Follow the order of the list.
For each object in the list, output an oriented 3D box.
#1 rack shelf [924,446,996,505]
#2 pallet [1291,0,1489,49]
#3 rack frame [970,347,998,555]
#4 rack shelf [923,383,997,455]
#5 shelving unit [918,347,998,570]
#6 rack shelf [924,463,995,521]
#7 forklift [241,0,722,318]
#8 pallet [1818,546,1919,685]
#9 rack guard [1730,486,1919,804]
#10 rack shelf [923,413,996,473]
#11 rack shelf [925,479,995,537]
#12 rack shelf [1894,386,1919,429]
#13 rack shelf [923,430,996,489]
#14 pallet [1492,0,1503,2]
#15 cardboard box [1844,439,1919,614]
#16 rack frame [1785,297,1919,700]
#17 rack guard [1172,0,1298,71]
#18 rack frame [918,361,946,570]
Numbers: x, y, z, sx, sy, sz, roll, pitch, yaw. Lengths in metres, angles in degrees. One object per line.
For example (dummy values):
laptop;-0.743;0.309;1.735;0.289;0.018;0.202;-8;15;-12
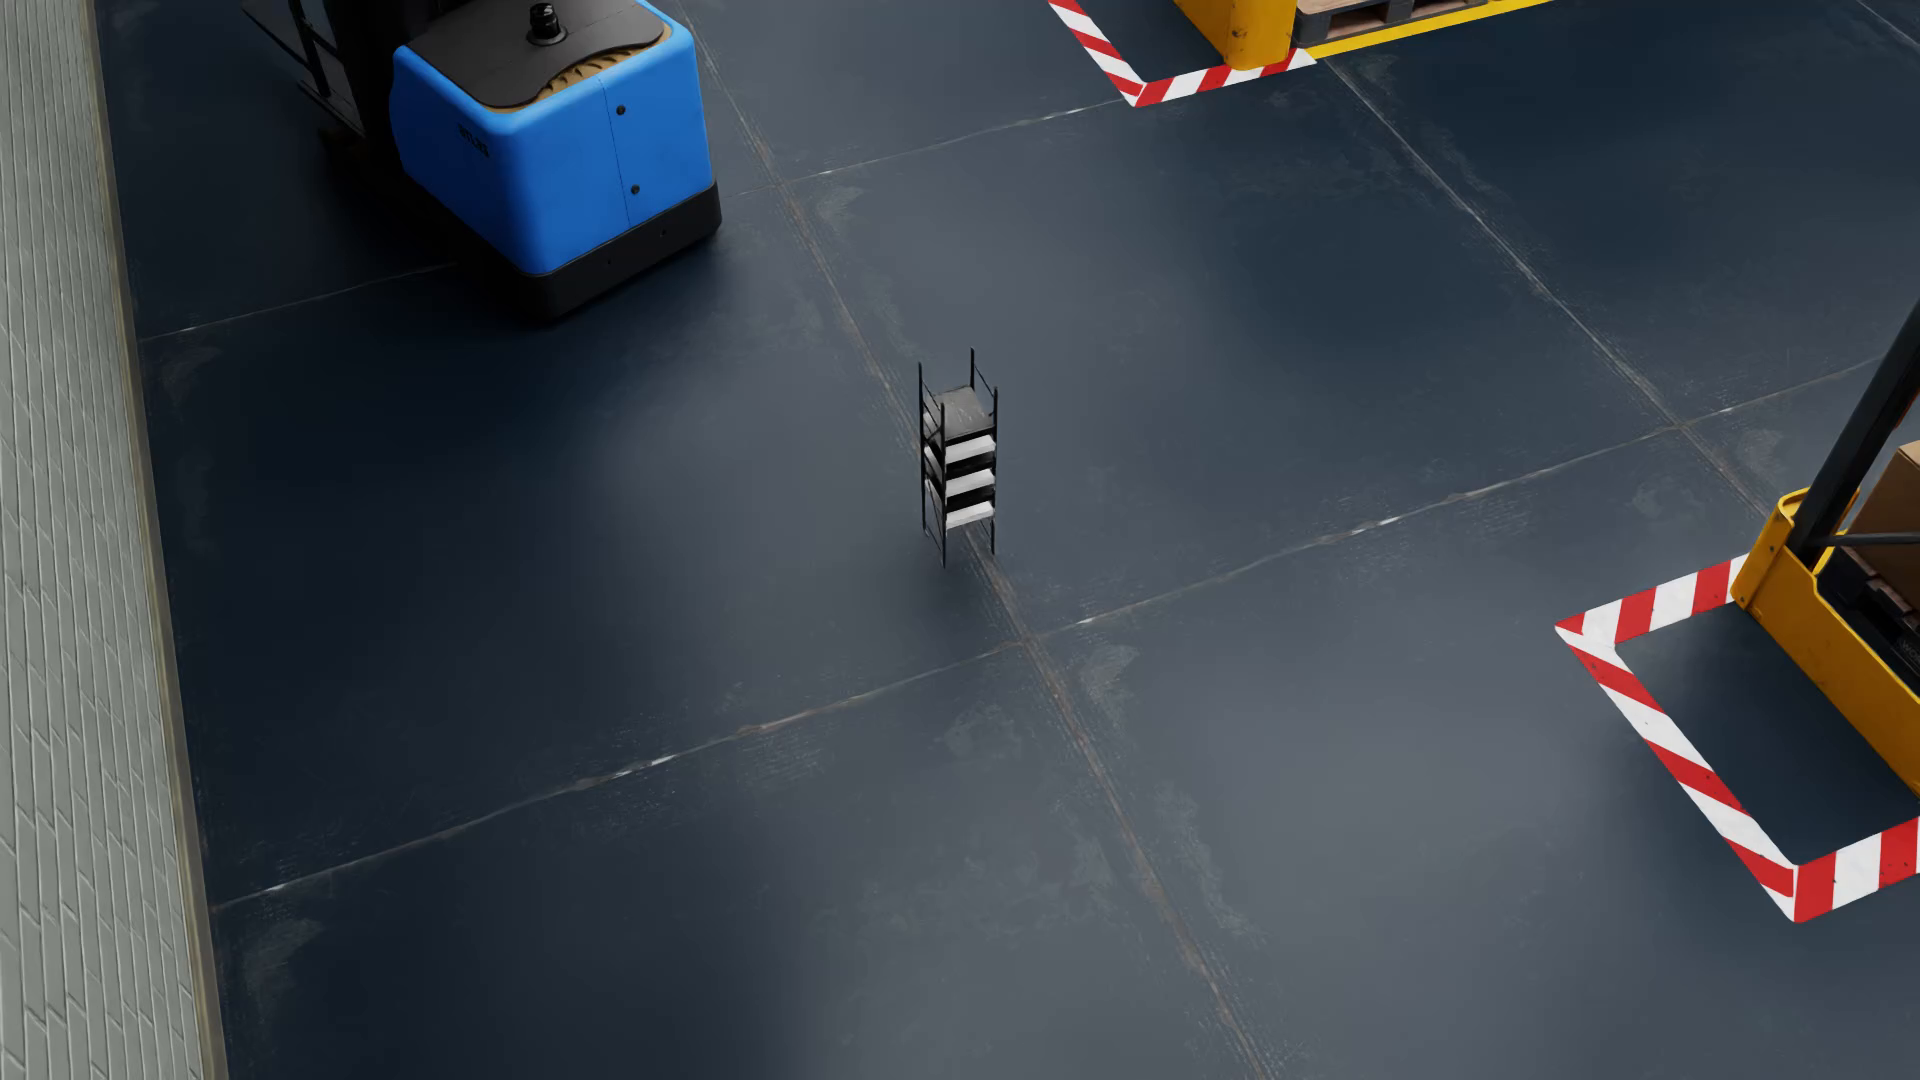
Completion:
rack shelf;-0.008;-0.269;6.273;0.200;0.077;0.258;-17;52;-14
pallet;2.169;-3.192;9.193;1.213;0.211;1.003;-17;52;-14
rack frame;0.087;-0.320;6.272;0.006;0.900;0.240;-17;52;-14
rack shelf;-0.008;-0.445;6.068;0.200;0.077;0.258;-17;52;-14
shelving unit;-0.008;-0.291;6.247;0.210;0.900;0.258;-17;52;-14
rack shelf;-0.008;-0.211;6.341;0.200;0.077;0.258;-17;52;-14
forklift;-2.489;-2.960;7.200;1.130;2.935;3.031;-36;58;-27
pallet;4.069;0.246;6.240;1.213;0.211;1.003;-17;52;-14
rack guard;3.331;0.382;5.933;0.348;0.500;1.175;-17;52;-14
rack shelf;-0.008;-0.386;6.136;0.200;0.077;0.258;-17;52;-14
rack shelf;-0.008;-0.152;6.409;0.200;0.077;0.258;-17;52;-14
rack shelf;5.112;-0.750;5.732;4.000;0.370;1.077;-17;52;-14
rack shelf;-0.008;-0.328;6.204;0.200;0.077;0.258;-17;52;-14
pallet;3.297;-3.539;9.491;1.213;0.211;1.003;-17;52;-14
cardboard box;3.671;-0.069;6.030;0.500;0.500;0.500;-17;52;-14
rack frame;3.261;-0.411;4.966;0.127;3.000;1.000;-17;52;-14
rack guard;1.374;-3.061;8.890;0.348;0.500;1.175;-17;52;-14
rack frame;-0.102;-0.262;6.222;0.006;0.900;0.240;-17;52;-14
